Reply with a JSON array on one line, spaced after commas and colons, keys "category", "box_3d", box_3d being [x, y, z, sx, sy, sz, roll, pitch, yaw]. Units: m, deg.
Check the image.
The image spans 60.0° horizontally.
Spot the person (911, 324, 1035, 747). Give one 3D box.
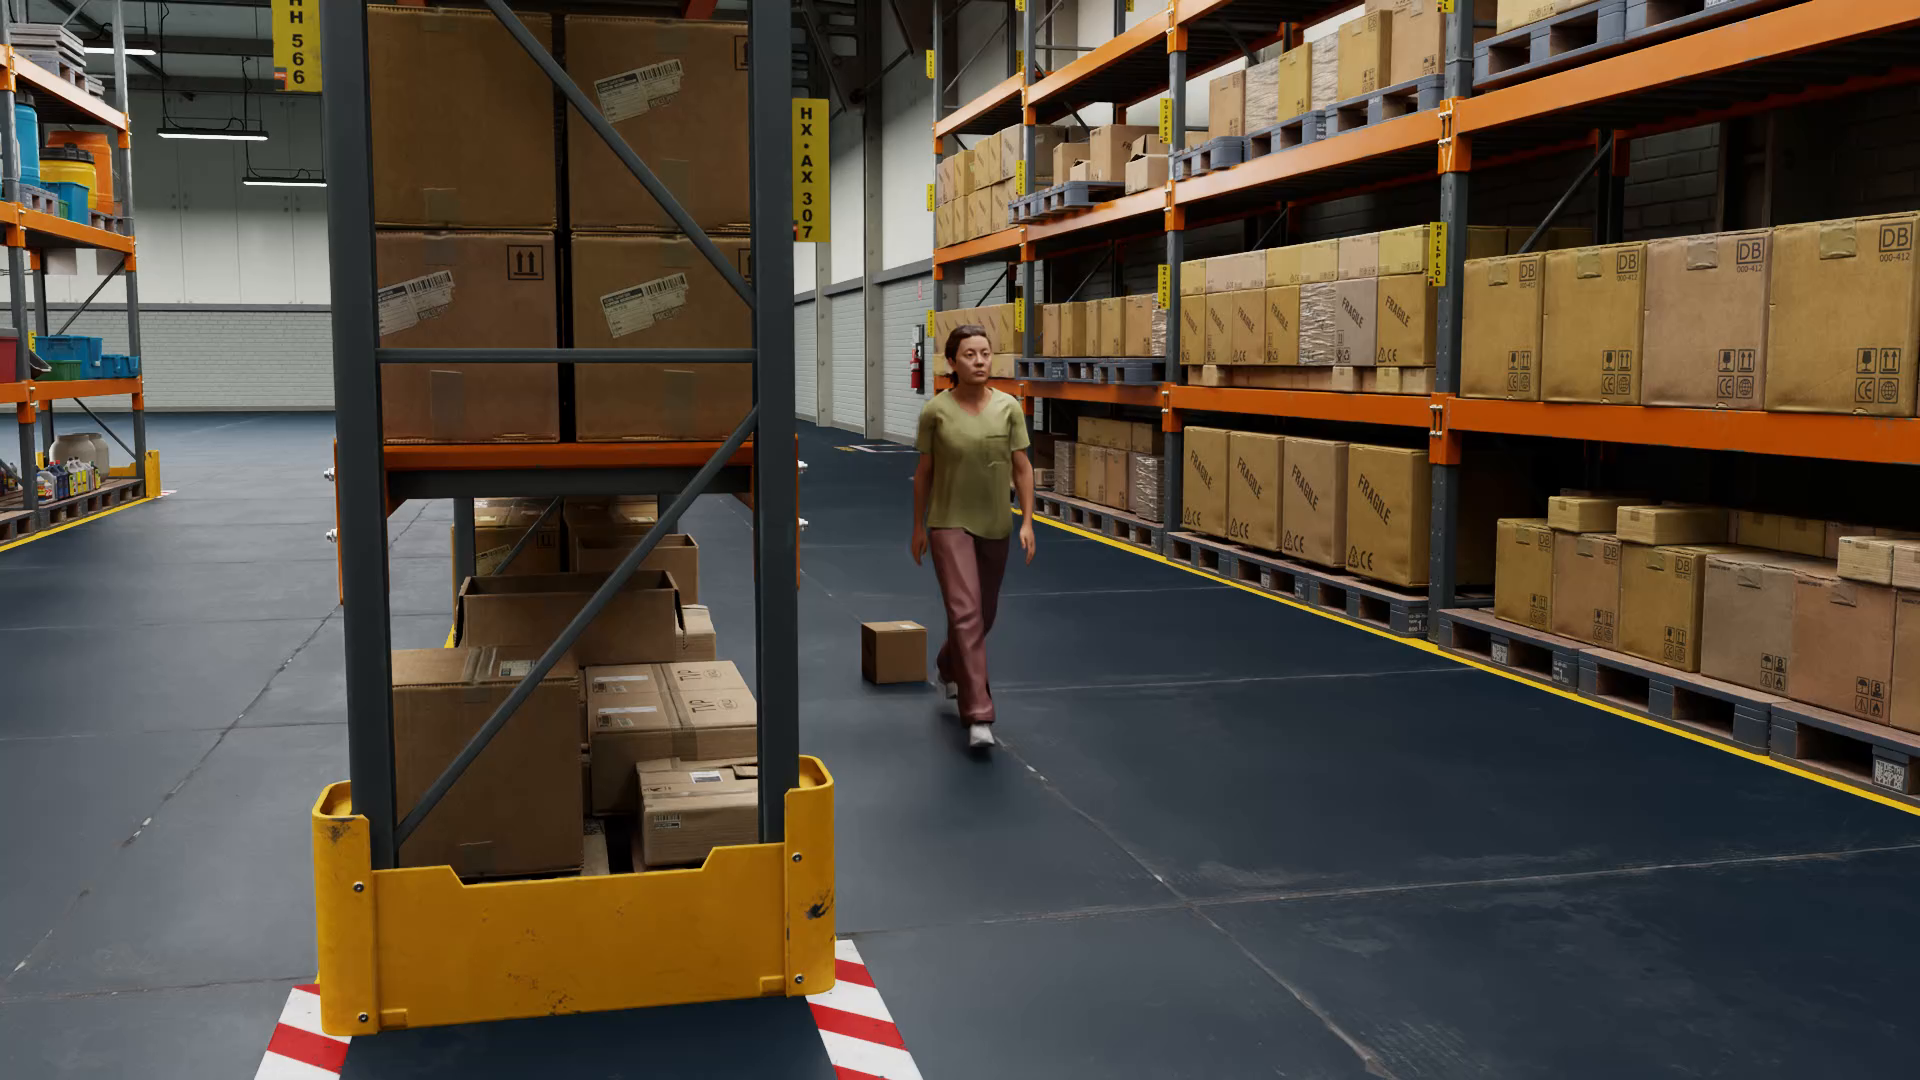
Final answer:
[{"category": "person", "box_3d": [0.055, -0.044, 6.638, 0.461, 1.620, 1.037, -2, 6, -15]}]
